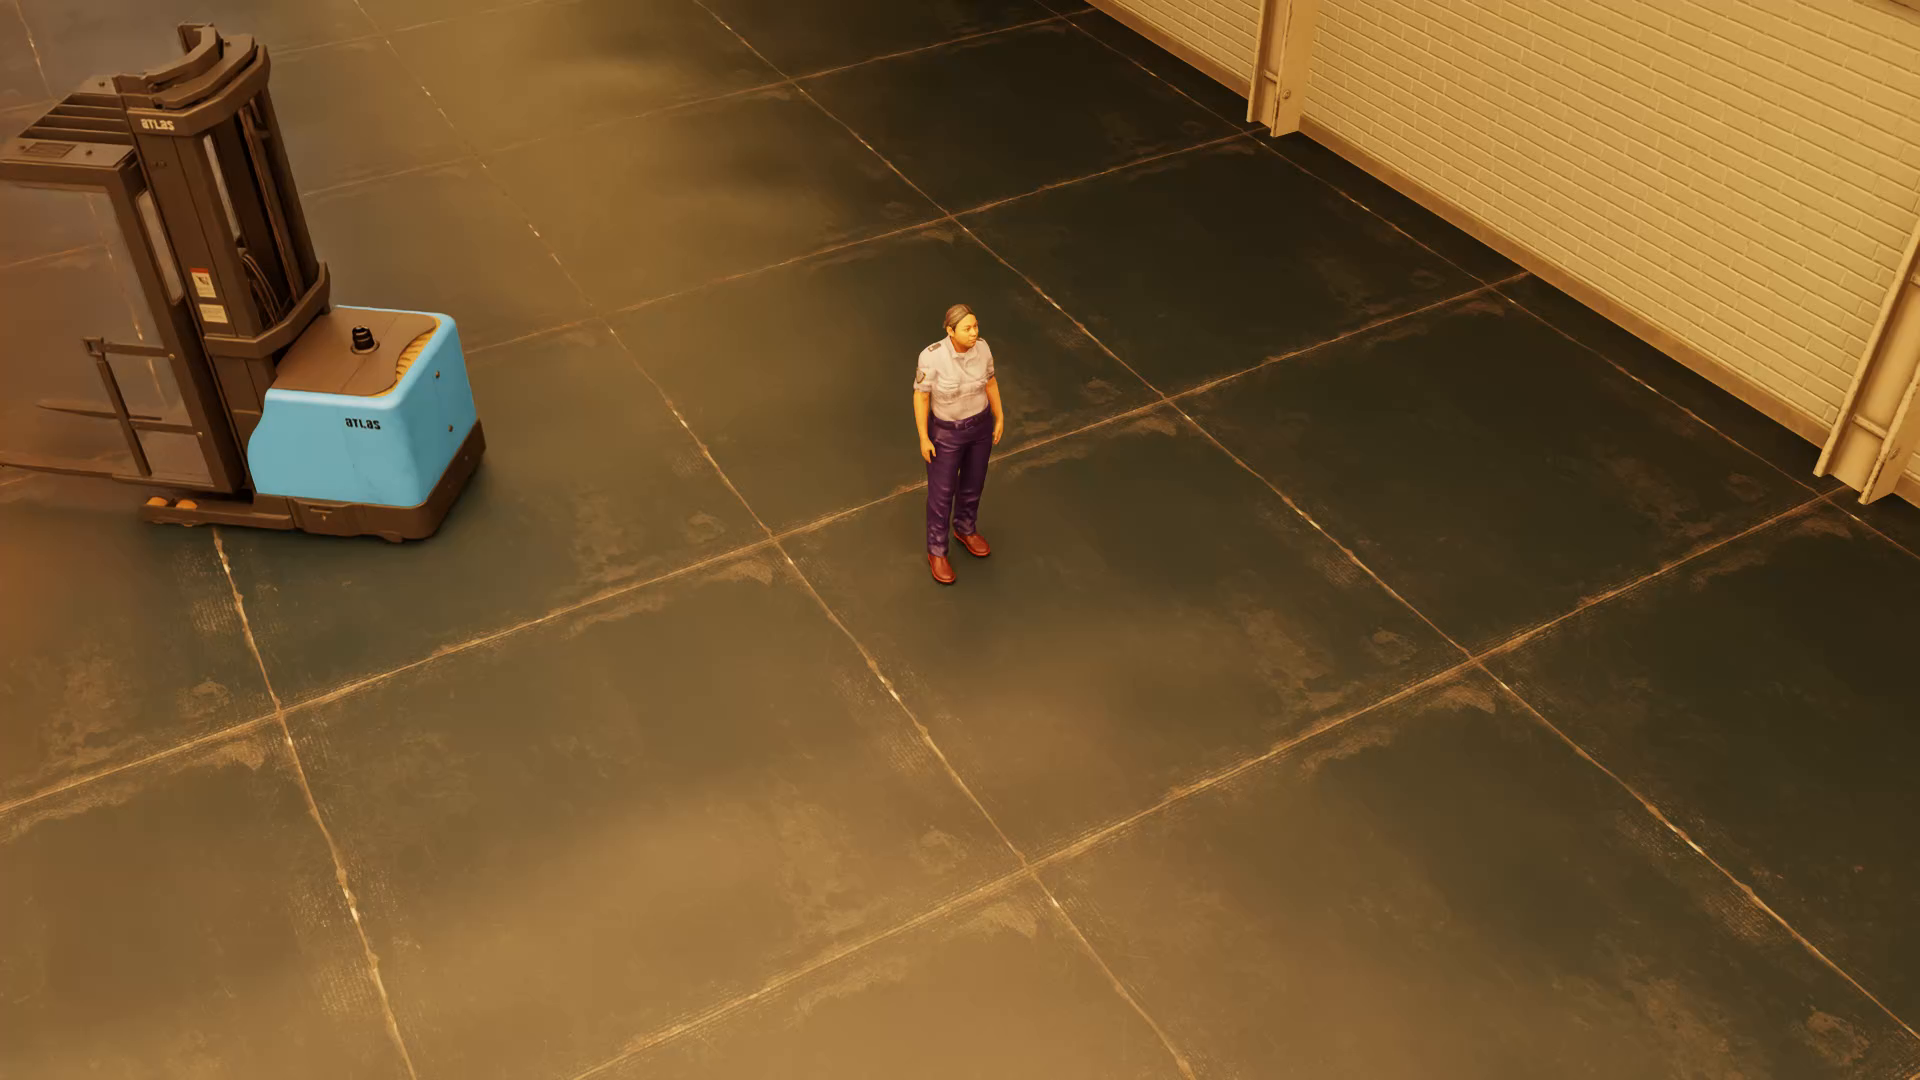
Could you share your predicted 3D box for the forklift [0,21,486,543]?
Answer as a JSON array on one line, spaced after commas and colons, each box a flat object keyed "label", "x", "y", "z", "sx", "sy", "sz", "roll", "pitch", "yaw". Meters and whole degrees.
[{"label": "forklift", "x": -4.682, "y": -1.541, "z": 9.894, "sx": 3.031, "sy": 2.935, "sz": 1.130, "roll": 5, "pitch": 40, "yaw": 6}]

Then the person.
[{"label": "person", "x": 0.025, "y": -0.584, "z": 9.733, "sx": 0.598, "sy": 1.651, "sz": 0.503, "roll": -20, "pitch": 44, "yaw": -23}]
